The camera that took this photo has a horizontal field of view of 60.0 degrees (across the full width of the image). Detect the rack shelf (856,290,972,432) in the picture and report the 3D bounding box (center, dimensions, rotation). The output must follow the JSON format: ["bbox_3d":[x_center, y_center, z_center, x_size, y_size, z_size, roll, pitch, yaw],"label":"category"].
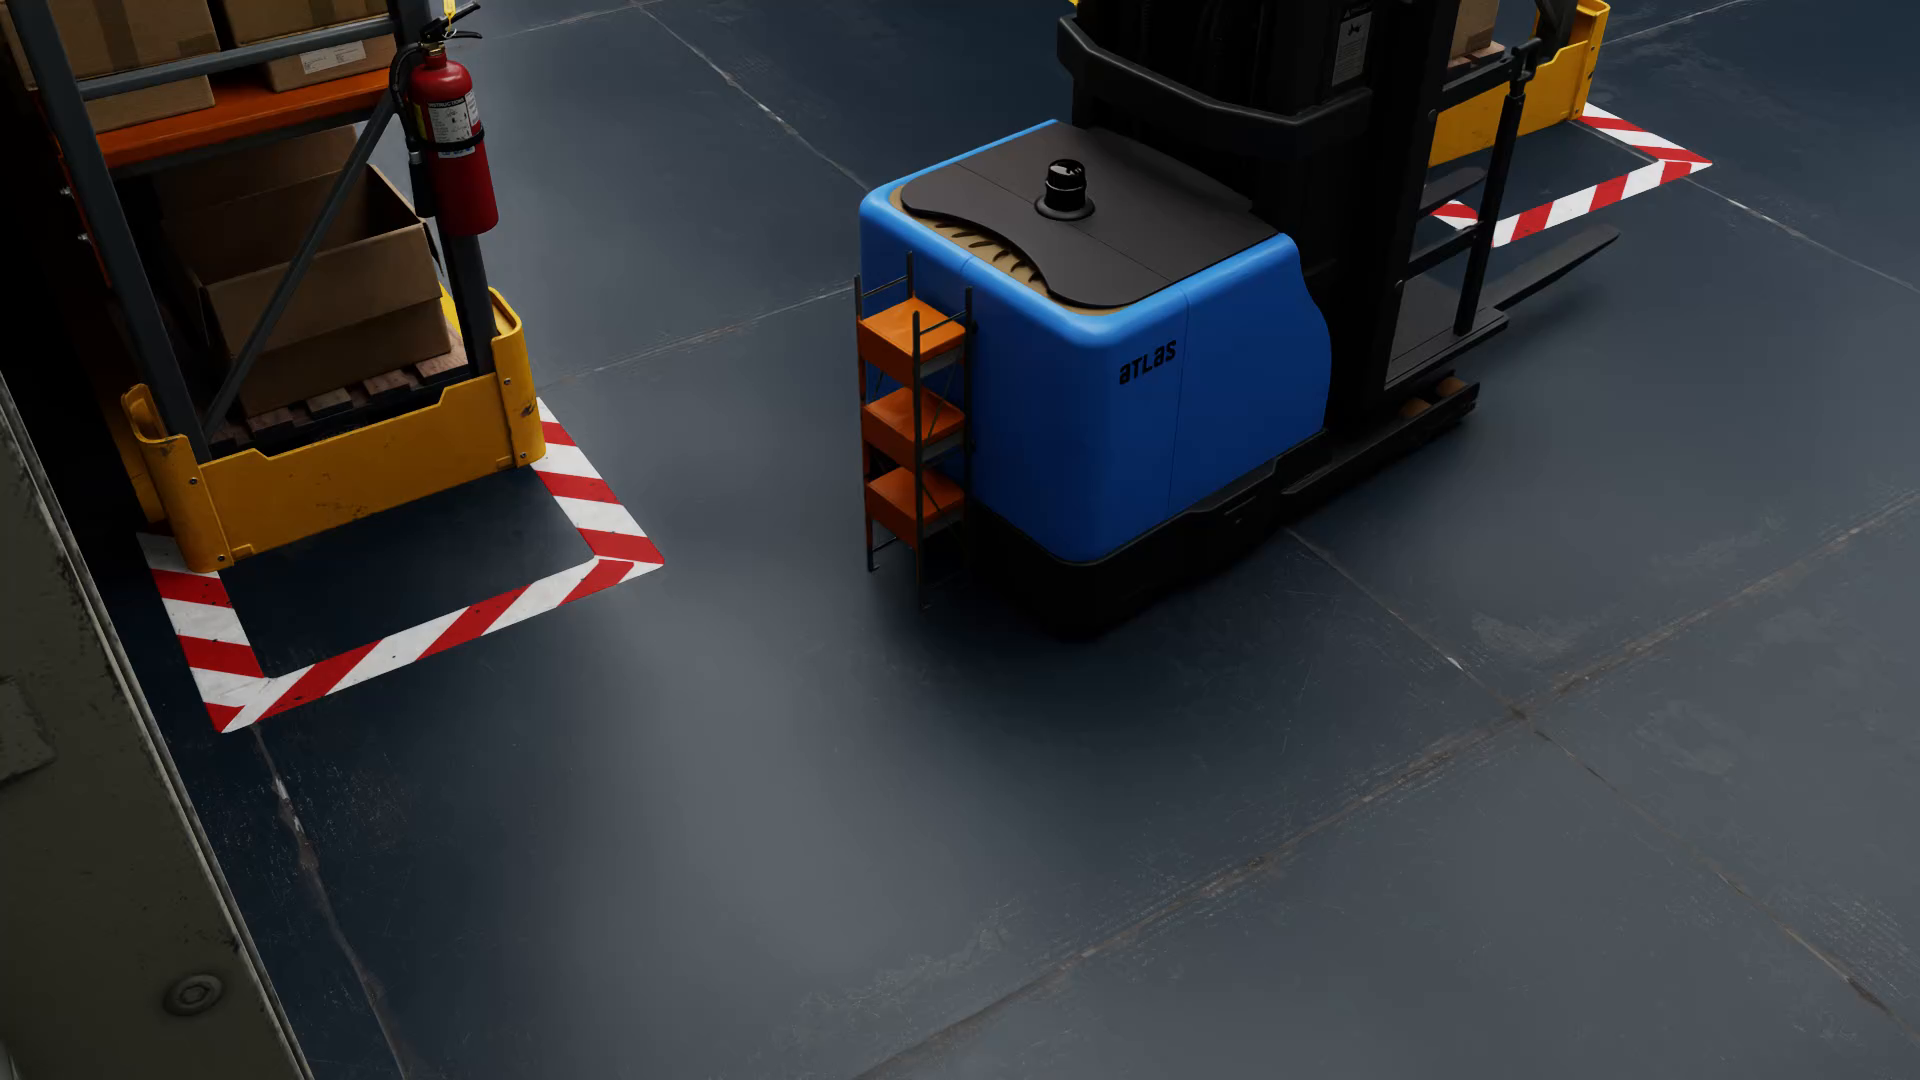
[{"bbox_3d":[-0.126,-0.497,4.599,0.215,0.259,0.240,-29,48,-30],"label":"rack shelf"}]

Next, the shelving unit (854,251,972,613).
[{"bbox_3d":[-0.126,-0.287,4.774,0.215,1.050,0.252,-29,48,-30],"label":"shelving unit"}]

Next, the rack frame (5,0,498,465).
[{"bbox_3d":[-1.915,-1.286,4.450,1.000,3.000,0.127,-22,45,-24],"label":"rack frame"}]

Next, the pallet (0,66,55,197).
[{"bbox_3d":[-3.697,-2.002,7.488,1.003,0.211,1.213,-22,45,-24],"label":"pallet"}]

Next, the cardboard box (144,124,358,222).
[{"bbox_3d":[-2.590,-1.324,6.121,0.700,0.500,0.500,-20,44,-23],"label":"cardboard box"}]

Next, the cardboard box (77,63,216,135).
[{"bbox_3d":[-2.319,-1.276,4.634,0.380,0.149,0.250,-23,45,-25],"label":"cardboard box"}]

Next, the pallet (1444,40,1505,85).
[{"bbox_3d":[1.773,-2.330,7.881,1.003,0.211,1.213,-22,45,-24],"label":"pallet"}]

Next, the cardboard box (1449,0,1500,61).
[{"bbox_3d":[1.829,-2.495,7.575,0.875,0.438,0.875,-24,45,-26],"label":"cardboard box"}]

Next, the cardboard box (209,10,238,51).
[{"bbox_3d":[-2.036,-1.583,5.002,0.380,0.149,0.250,-21,44,-23],"label":"cardboard box"}]

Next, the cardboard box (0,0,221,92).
[{"bbox_3d":[-2.386,-1.499,4.591,0.500,0.250,0.500,-21,44,-23],"label":"cardboard box"}]

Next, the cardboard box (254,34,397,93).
[{"bbox_3d":[-1.860,-1.461,4.857,0.380,0.149,0.250,-23,45,-25],"label":"cardboard box"}]

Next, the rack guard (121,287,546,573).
[{"bbox_3d":[-1.955,-0.367,5.299,1.175,0.500,0.348,-22,45,-24],"label":"rack guard"}]

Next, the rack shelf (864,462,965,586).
[{"bbox_3d":[-0.126,-0.065,4.959,0.215,0.259,0.240,-29,48,-30],"label":"rack shelf"}]

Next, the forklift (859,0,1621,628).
[{"bbox_3d":[1.143,-1.669,4.964,3.031,2.935,1.130,-29,48,-30],"label":"forklift"}]

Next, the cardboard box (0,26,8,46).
[{"bbox_3d":[-2.803,-1.670,5.107,0.380,0.149,0.250,-22,45,-24],"label":"cardboard box"}]

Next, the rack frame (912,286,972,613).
[{"bbox_3d":[-0.046,-0.228,4.703,0.200,1.050,0.008,-29,48,-30],"label":"rack frame"}]

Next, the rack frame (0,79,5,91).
[{"bbox_3d":[-4.065,-3.445,7.041,1.000,3.000,0.127,-22,45,-24],"label":"rack frame"}]

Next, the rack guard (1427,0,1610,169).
[{"bbox_3d":[2.281,-2.023,7.287,1.175,0.500,0.348,-22,45,-24],"label":"rack guard"}]

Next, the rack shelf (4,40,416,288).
[{"bbox_3d":[-2.990,-2.089,5.976,1.077,0.370,4.000,-22,45,-24],"label":"rack shelf"}]

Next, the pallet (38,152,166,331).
[{"bbox_3d":[-3.037,-1.343,6.697,1.003,0.211,1.213,-22,45,-24],"label":"pallet"}]

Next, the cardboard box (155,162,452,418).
[{"bbox_3d":[-2.164,-0.851,5.550,0.797,0.503,0.637,-24,45,-26],"label":"cardboard box"}]

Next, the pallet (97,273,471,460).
[{"bbox_3d":[-2.385,-0.685,5.908,1.003,0.211,1.213,-22,45,-24],"label":"pallet"}]

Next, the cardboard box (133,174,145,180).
[{"bbox_3d":[-3.149,-1.885,6.793,0.700,0.500,0.500,-24,45,-26],"label":"cardboard box"}]

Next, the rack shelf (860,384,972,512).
[{"bbox_3d":[-0.126,-0.279,4.781,0.215,0.259,0.240,-29,48,-30],"label":"rack shelf"}]

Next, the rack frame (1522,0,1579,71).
[{"bbox_3d":[2.268,-2.996,6.503,1.000,3.000,0.127,-22,45,-24],"label":"rack frame"}]

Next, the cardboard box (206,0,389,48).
[{"bbox_3d":[-1.931,-1.680,4.808,0.500,0.250,0.500,-22,45,-24],"label":"cardboard box"}]

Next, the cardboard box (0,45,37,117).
[{"bbox_3d":[-3.909,-2.135,7.242,0.500,0.311,0.500,-21,44,-23],"label":"cardboard box"}]

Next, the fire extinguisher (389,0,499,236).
[{"bbox_3d":[-1.446,-1.193,4.690,0.296,0.674,0.183,-22,45,-24],"label":"fire extinguisher"}]

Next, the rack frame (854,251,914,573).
[{"bbox_3d":[-0.207,-0.345,4.844,0.200,1.050,0.008,-29,48,-30],"label":"rack frame"}]
